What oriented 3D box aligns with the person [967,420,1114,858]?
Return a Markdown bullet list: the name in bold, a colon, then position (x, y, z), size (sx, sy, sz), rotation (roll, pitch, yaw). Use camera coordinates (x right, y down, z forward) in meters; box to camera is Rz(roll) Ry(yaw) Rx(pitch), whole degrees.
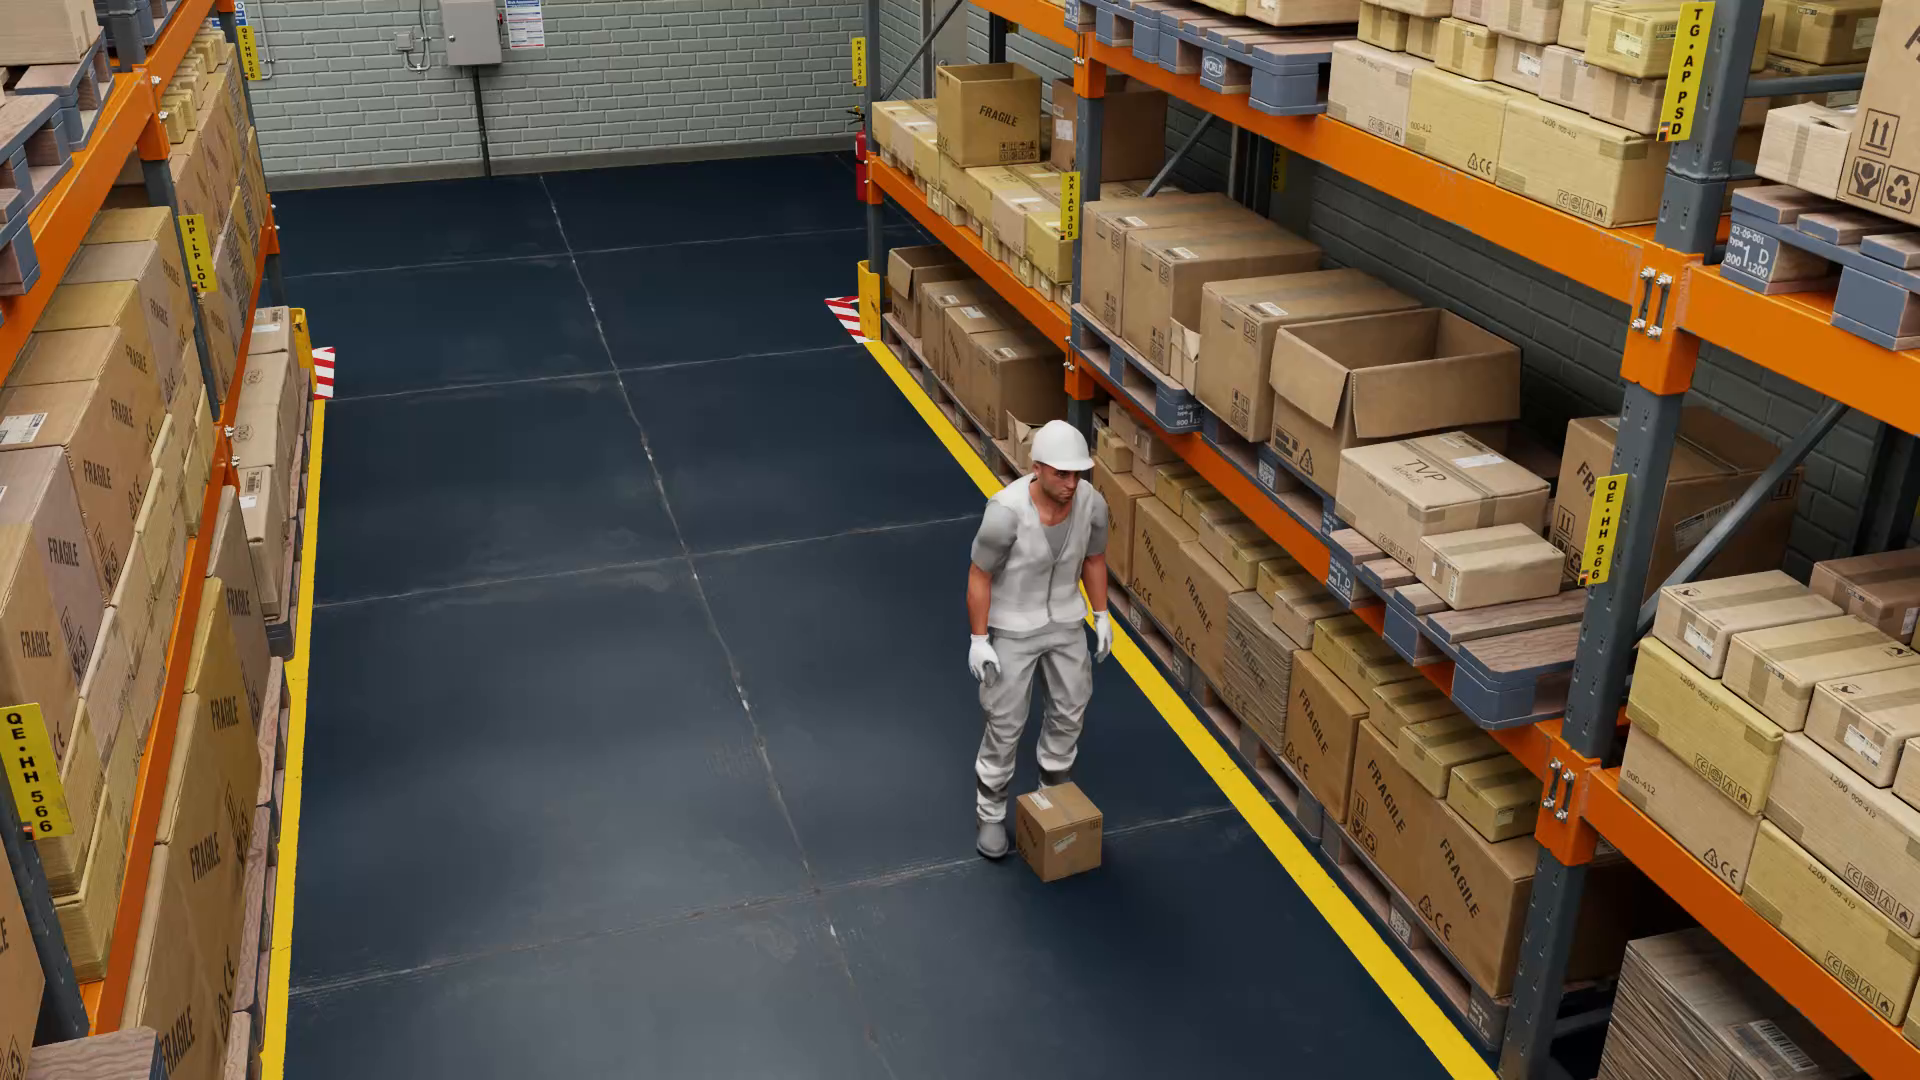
- **person**: position (0.312, 0.361, 6.360), size (0.617, 1.778, 0.453), rotation (-10, 28, -20)
